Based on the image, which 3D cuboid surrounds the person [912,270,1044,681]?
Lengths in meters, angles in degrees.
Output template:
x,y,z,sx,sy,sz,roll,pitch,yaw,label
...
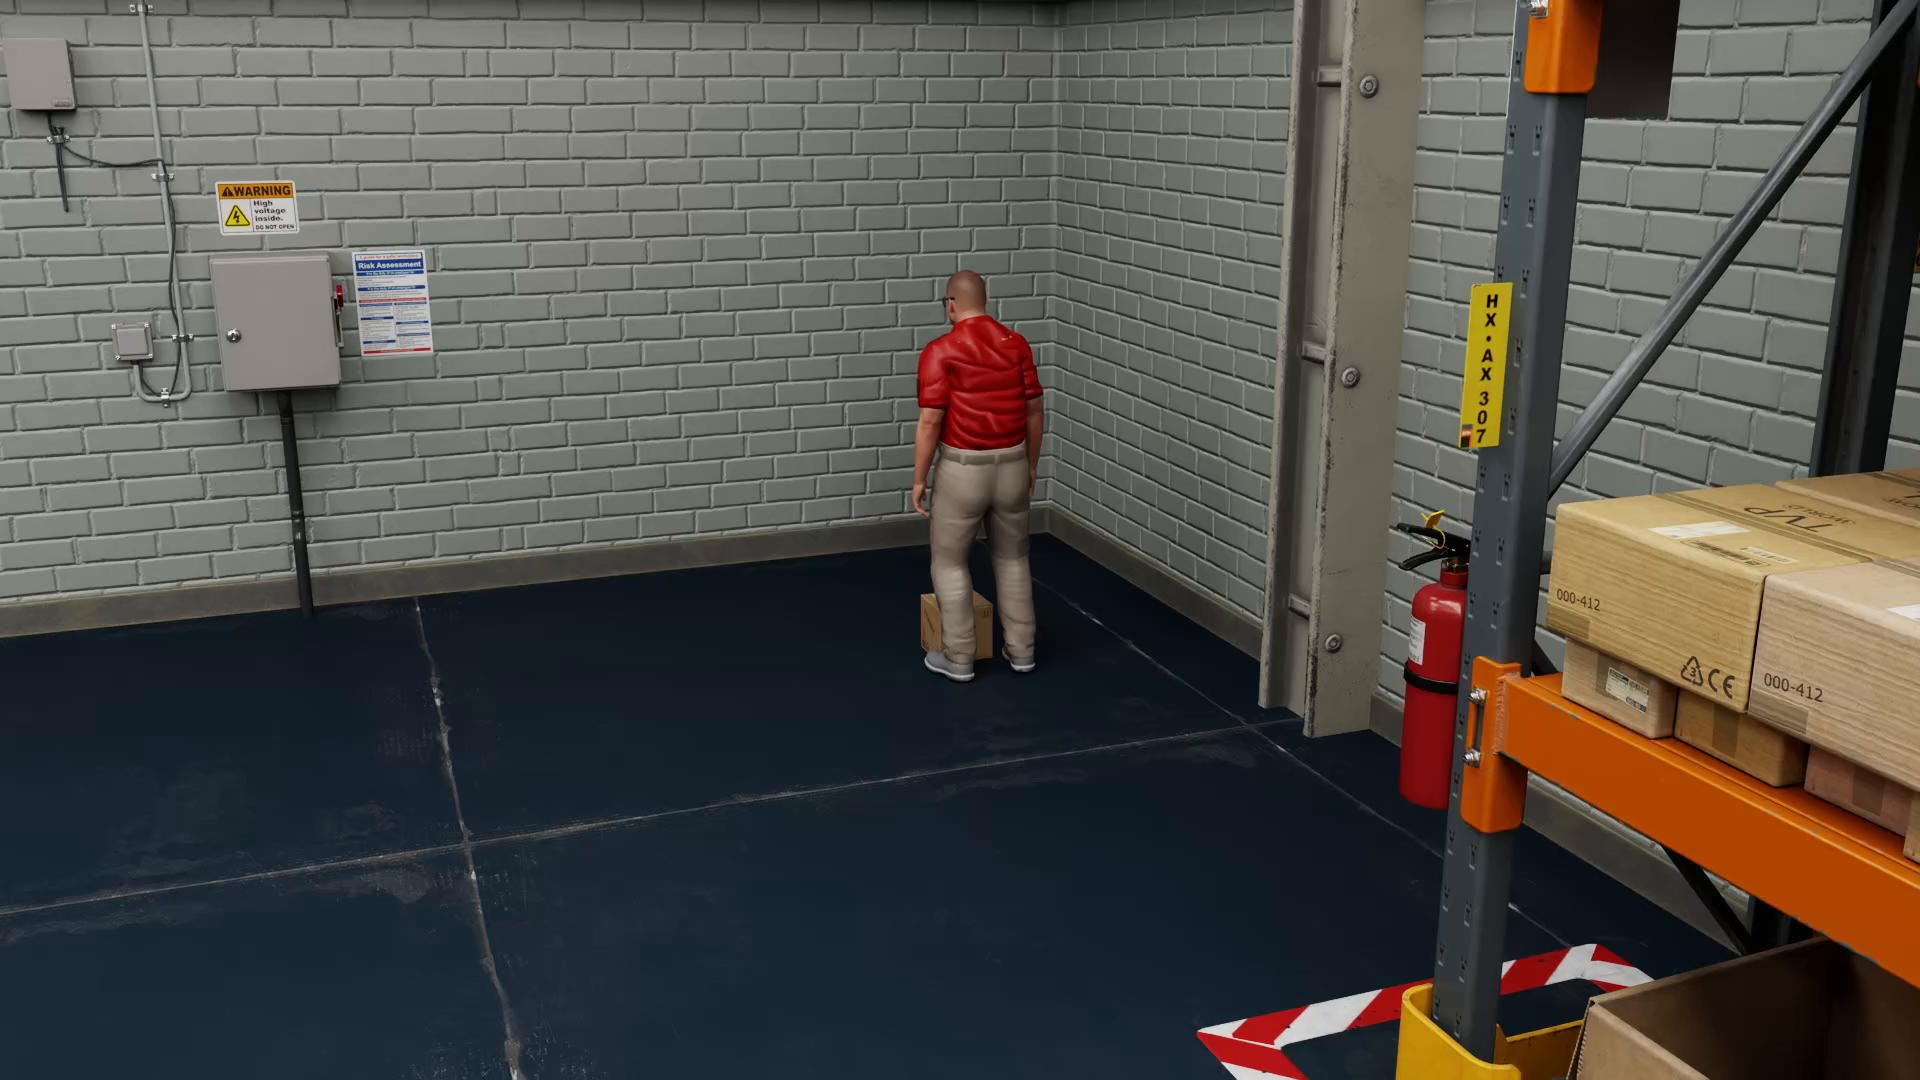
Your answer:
x,y,z,sx,sy,sz,roll,pitch,yaw,label
0.077,-0.264,7.004,0.605,1.726,0.394,-7,17,-24,person
